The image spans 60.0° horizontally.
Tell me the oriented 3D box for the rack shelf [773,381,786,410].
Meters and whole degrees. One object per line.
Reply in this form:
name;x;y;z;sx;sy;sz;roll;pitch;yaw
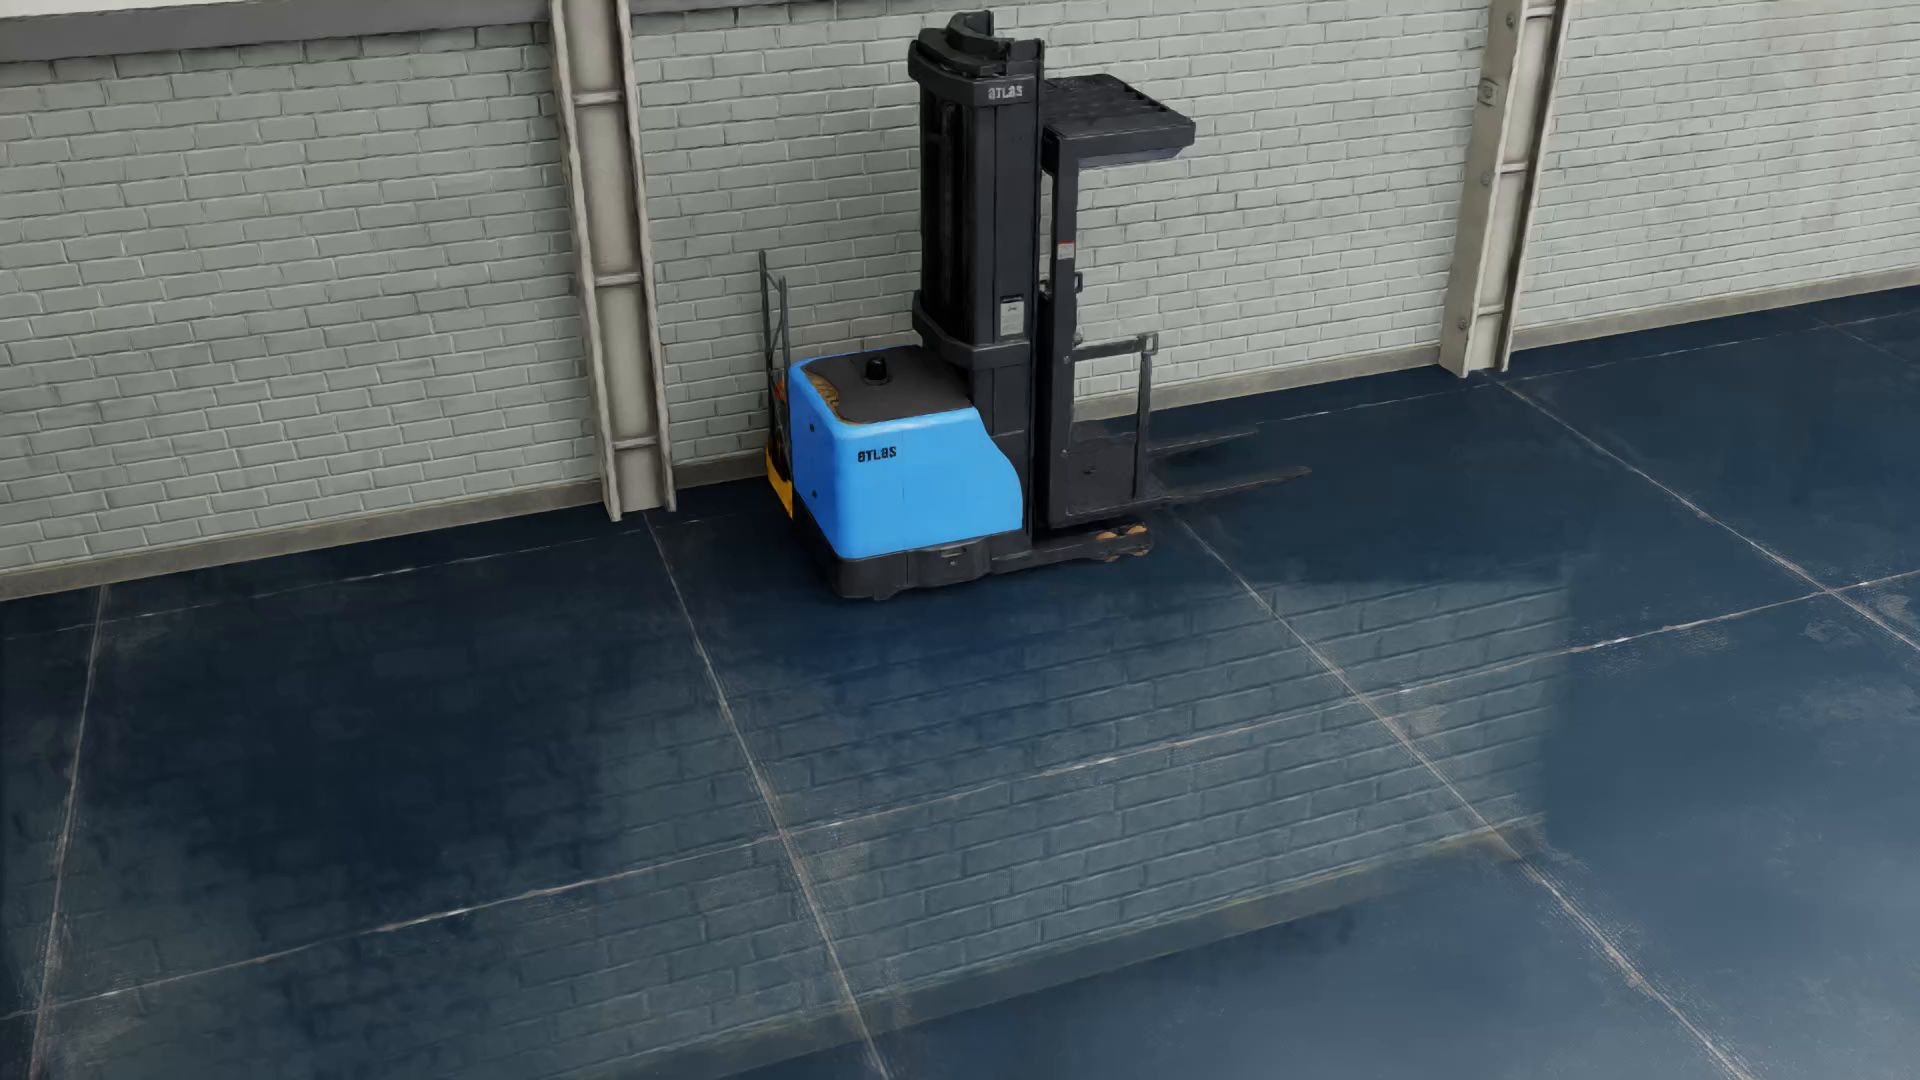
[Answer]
rack shelf;-0.594;-0.849;10.089;1.000;0.185;0.538;-10;31;-18

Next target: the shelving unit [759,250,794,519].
shelving unit;-0.603;-1.004;9.997;1.083;1.500;0.587;-10;31;-18

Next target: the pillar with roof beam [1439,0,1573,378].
pillar with roof beam;5.176;-3.162;6.210;0.400;9.000;9.100;-10;31;-18

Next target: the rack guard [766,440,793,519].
rack guard;-1.070;-0.375;10.156;0.087;0.250;0.587;-10;31;-18

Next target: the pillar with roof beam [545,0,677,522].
pillar with roof beam;-0.448;-2.127;4.392;0.400;9.000;9.100;-10;31;-18

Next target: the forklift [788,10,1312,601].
forklift;0.589;-1.384;9.218;3.031;2.935;1.130;-11;31;-18

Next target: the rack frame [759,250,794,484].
rack frame;-1.071;-0.918;9.846;0.032;1.500;0.500;-10;31;-18
